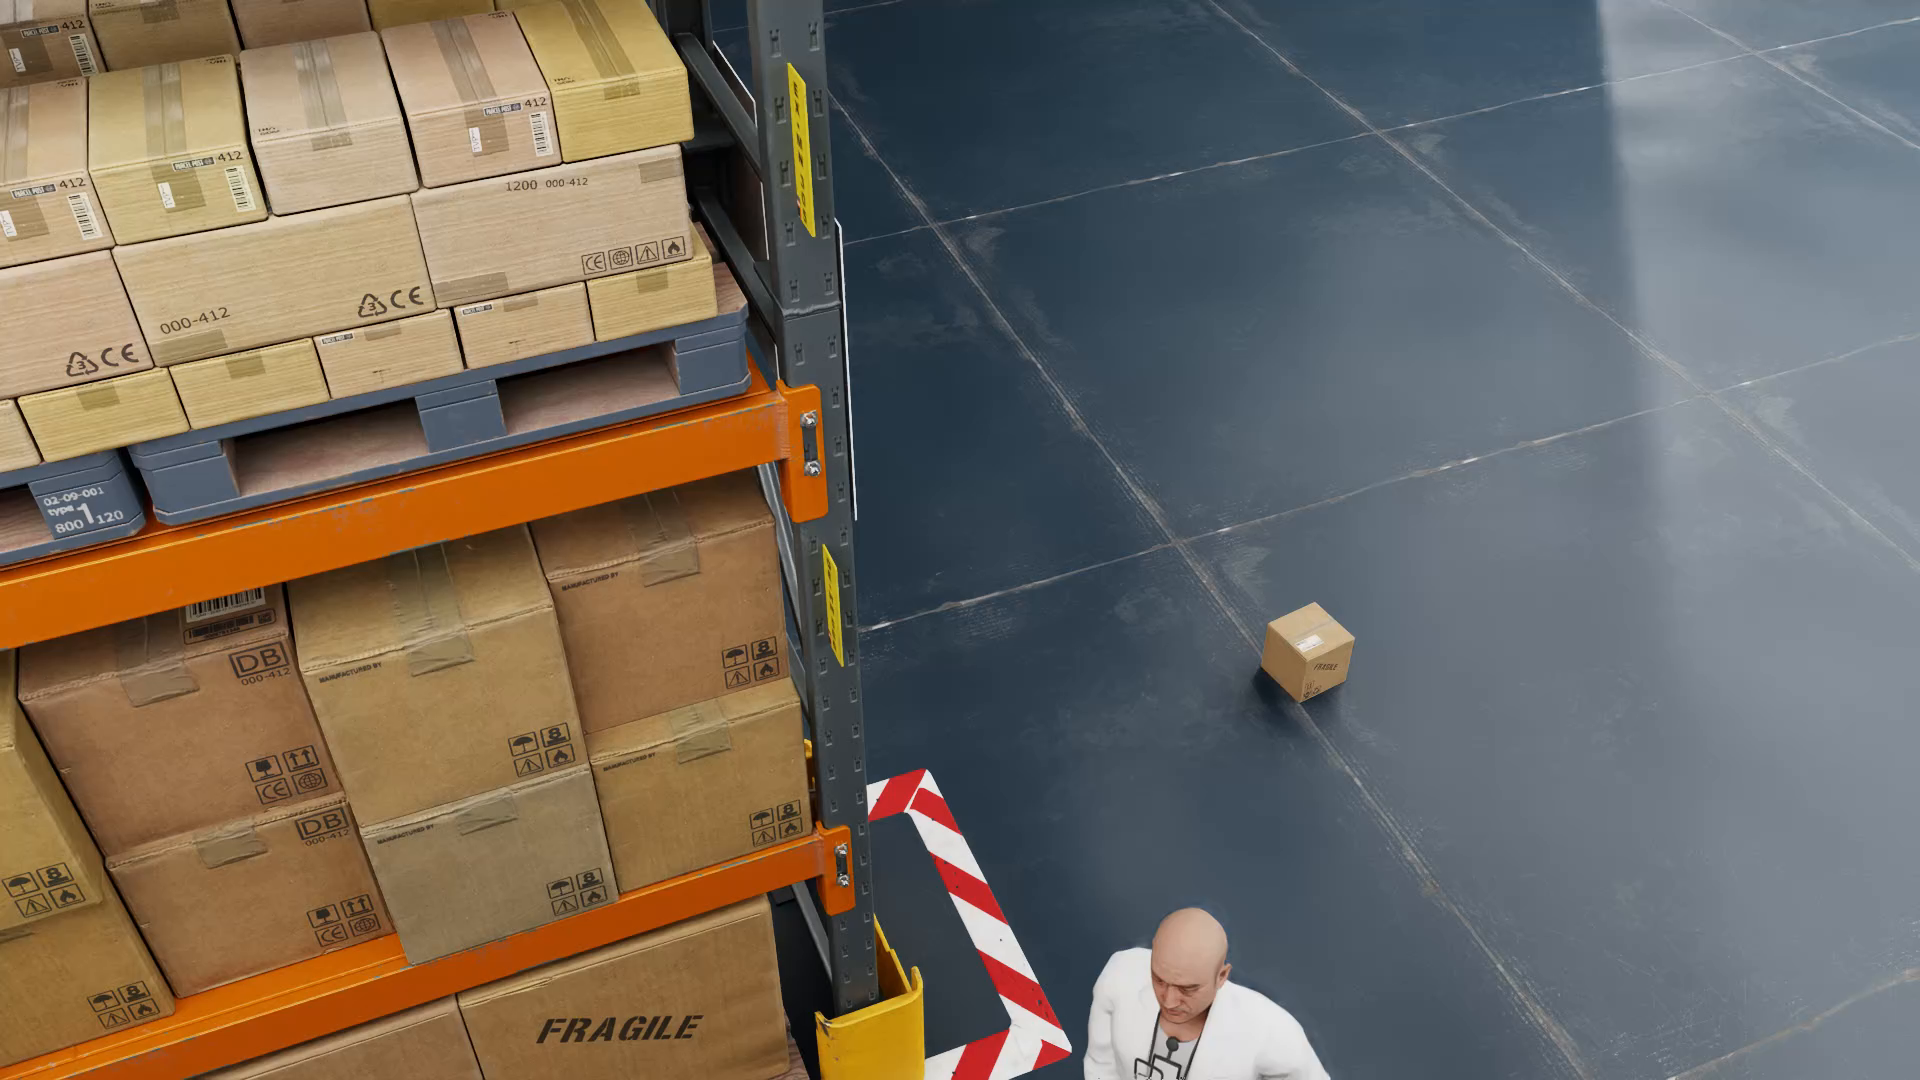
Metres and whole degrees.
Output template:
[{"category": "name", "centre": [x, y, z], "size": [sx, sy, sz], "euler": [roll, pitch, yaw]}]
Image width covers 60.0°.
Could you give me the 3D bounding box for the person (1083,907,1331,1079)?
[{"category": "person", "centre": [0.606, 1.611, 4.314], "size": [0.690, 1.742, 0.975], "euler": [24, 46, 25]}]
